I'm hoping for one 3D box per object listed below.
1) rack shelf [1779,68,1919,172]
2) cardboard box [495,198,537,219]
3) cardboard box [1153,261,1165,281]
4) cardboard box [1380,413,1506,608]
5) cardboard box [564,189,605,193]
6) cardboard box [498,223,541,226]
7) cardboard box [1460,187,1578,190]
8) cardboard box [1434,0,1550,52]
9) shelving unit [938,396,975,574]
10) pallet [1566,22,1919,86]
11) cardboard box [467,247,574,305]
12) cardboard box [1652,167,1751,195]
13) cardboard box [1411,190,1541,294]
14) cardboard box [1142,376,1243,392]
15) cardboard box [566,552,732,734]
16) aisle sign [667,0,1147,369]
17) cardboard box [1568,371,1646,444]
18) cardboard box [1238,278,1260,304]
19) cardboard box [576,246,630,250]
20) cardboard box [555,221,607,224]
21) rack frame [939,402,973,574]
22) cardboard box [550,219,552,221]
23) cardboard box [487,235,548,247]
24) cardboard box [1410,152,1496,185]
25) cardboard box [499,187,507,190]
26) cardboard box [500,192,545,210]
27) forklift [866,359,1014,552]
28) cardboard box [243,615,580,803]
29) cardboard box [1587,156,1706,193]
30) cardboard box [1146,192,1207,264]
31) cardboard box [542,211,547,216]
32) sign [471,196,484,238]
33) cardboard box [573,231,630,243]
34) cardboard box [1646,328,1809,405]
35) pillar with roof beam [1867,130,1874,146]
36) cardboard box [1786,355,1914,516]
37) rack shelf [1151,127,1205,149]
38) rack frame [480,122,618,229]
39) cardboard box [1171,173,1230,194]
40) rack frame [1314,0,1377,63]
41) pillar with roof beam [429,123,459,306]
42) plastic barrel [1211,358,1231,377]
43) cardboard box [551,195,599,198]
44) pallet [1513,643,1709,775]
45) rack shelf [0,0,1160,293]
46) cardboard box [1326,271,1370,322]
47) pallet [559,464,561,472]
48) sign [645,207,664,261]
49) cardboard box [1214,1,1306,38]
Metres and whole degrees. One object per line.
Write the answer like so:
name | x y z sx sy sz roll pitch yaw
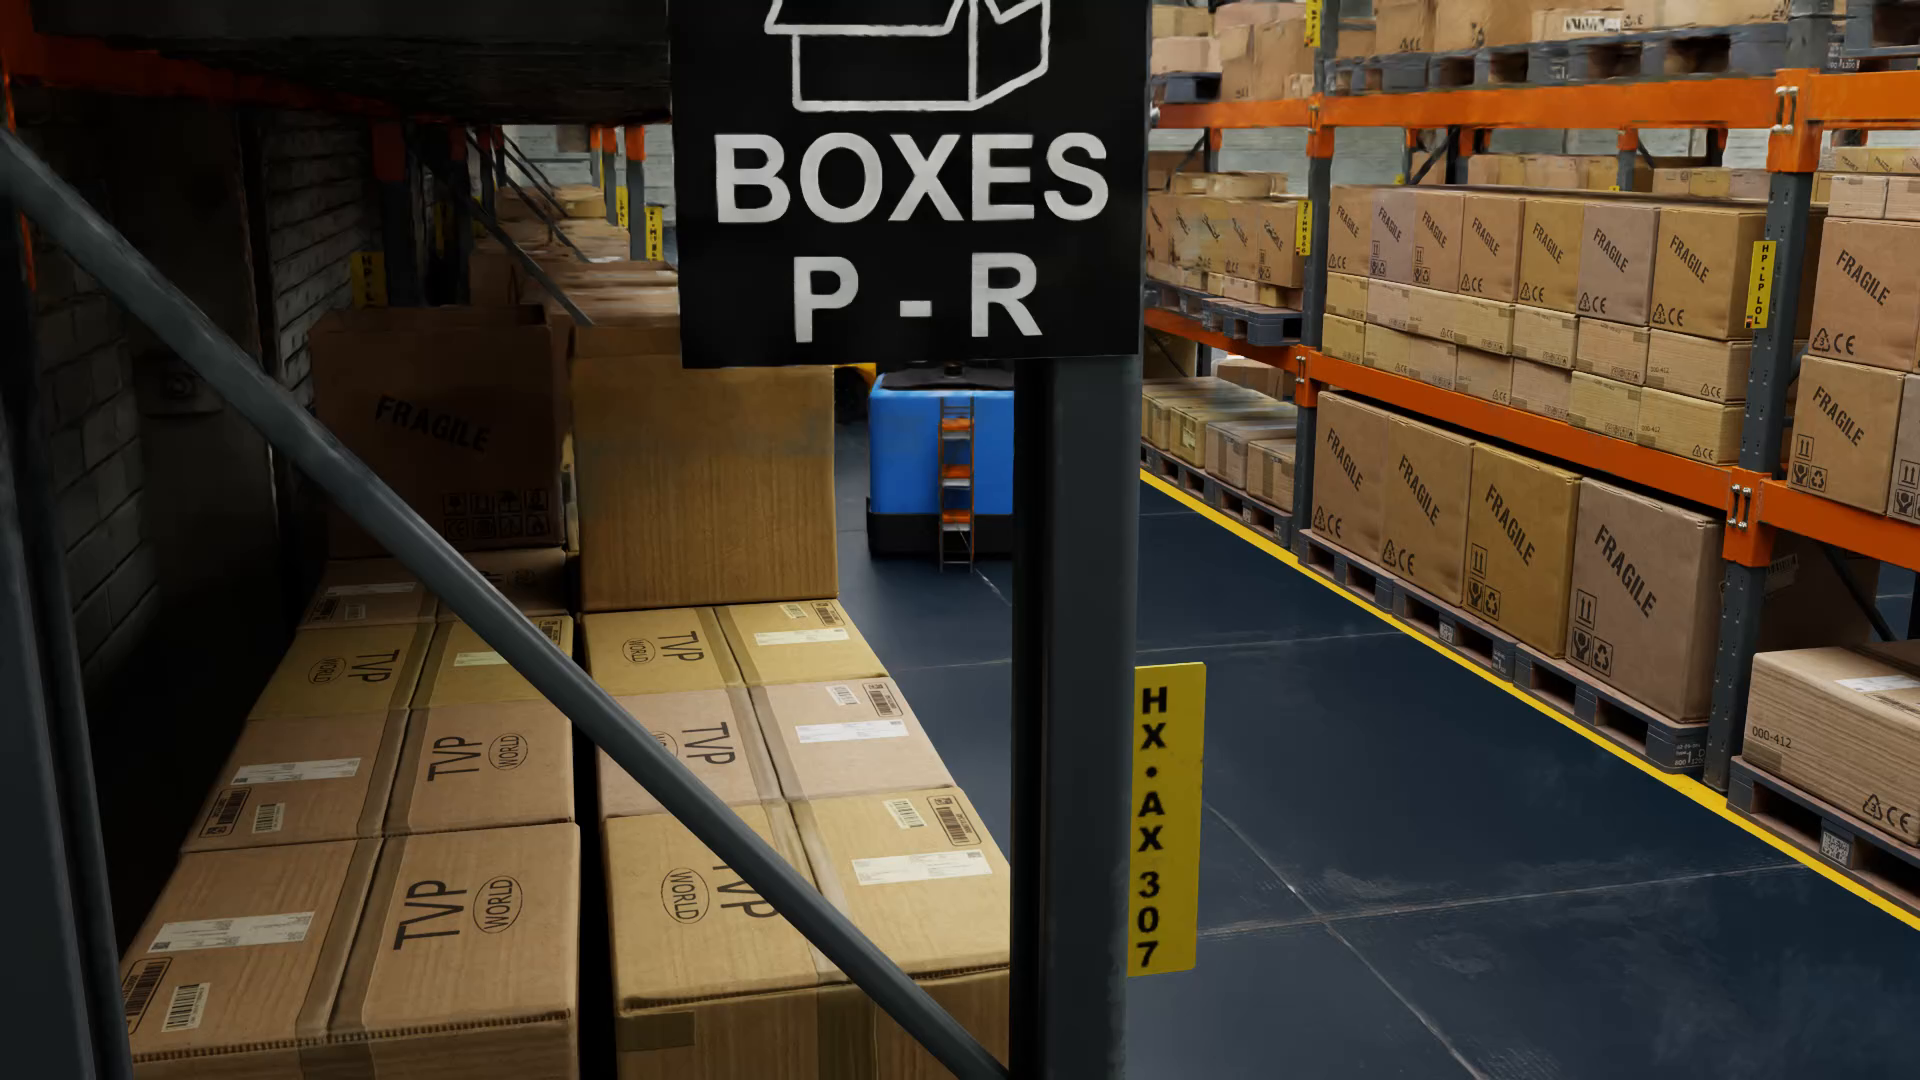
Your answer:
rack shelf | 4.016 -1.116 4.372 1.077 0.370 4.000 -3 14 -13
cardboard box | -3.525 -2.603 13.057 0.380 0.149 0.250 -3 14 -13
cardboard box | 1.701 -2.072 12.731 0.380 0.149 0.250 -3 14 -12
cardboard box | 2.894 -0.195 8.996 0.875 0.875 0.875 -3 14 -13
cardboard box | -3.409 -3.109 15.129 0.380 0.149 0.250 -3 14 -12
cardboard box | -3.270 -2.244 12.214 0.380 0.149 0.250 -4 14 -15
cardboard box | 3.111 -1.705 9.266 0.500 0.500 0.500 -3 14 -12
cardboard box | 3.024 -2.885 8.999 0.700 0.500 0.500 -4 14 -16
shelving unit | -0.020 -0.335 10.084 0.215 1.050 0.252 0 14 1
pallet | 3.283 -2.043 7.052 0.805 0.209 1.217 -4 14 -15
cardboard box | -2.248 -1.240 8.589 0.500 0.500 0.500 -3 14 -11
cardboard box | 6.578 -3.035 14.712 0.700 0.500 0.500 -4 14 -14
cardboard box | 2.718 -1.566 8.698 0.500 0.500 0.500 -3 14 -12
cardboard box | 1.793 -1.122 13.852 0.950 0.372 0.625 -3 14 -12
cardboard box | -0.564 0.189 3.522 0.500 0.250 0.500 -4 14 -15
aisle sign | -0.036 -0.533 1.312 0.394 0.787 0.004 -3 14 -13
cardboard box | 3.078 -0.604 7.396 0.500 0.250 0.500 -3 14 -14
cardboard box | 2.065 -1.651 11.008 0.380 0.149 0.250 -3 14 -14
cardboard box | -2.069 -1.630 9.703 0.380 0.149 0.250 -3 14 -12
cardboard box | -2.860 -2.335 12.588 0.380 0.149 0.250 -3 14 -11
rack frame | -0.022 -0.306 9.966 0.200 1.050 0.008 0 14 1
cardboard box | -4.105 -2.761 15.696 0.500 0.500 0.500 -3 14 -11
cardboard box | -2.869 -1.896 10.789 0.380 0.149 0.250 -3 14 -12
cardboard box | 5.566 -4.047 18.582 0.875 0.550 0.550 -3 14 -13
cardboard box | -4.223 -3.315 15.971 0.380 0.149 0.250 -3 14 -11
cardboard box | -3.823 -2.960 14.520 0.380 0.149 0.250 -3 14 -12
forklift | -0.027 -1.639 11.459 1.130 2.935 3.031 0 14 1
cardboard box | -0.936 0.334 2.930 0.500 0.250 0.500 -3 14 -11
cardboard box | 6.402 -3.299 15.520 0.875 0.550 0.550 -3 14 -13
cardboard box | 1.720 -2.358 12.537 0.500 0.500 0.500 -3 14 -14
cardboard box | -3.694 -2.699 14.077 0.380 0.149 0.250 -3 14 -11
sign | -3.695 -2.466 12.709 0.100 0.325 0.005 -3 14 -13
cardboard box | -2.394 -1.985 11.156 0.380 0.149 0.250 -4 14 -15
cardboard box | 3.207 -0.728 6.850 0.500 0.250 0.500 -3 14 -13
pillar with roof beam | 17.399 -11.333 38.352 9.100 9.000 0.400 -3 14 -13
cardboard box | 3.402 -0.396 6.016 0.500 0.500 0.500 -3 14 -11
rack shelf | 1.198 -3.885 15.703 1.077 0.370 4.000 -3 14 -13
rack frame | -3.156 -2.038 12.949 1.000 3.000 0.127 -3 14 -13
cardboard box | 1.790 -2.655 12.384 0.380 0.149 0.250 -2 14 -10
rack frame | 2.607 -4.307 9.596 1.000 3.000 0.127 -3 14 -13
pillar with roof beam | -0.624 -5.904 16.133 9.100 9.000 0.400 -3 14 -13
plastic barrel | 2.685 -1.595 16.563 0.512 0.421 0.421 7 15 26
cardboard box | -3.160 -2.750 13.658 0.380 0.149 0.250 -4 14 -14
pallet | 3.292 0.711 7.573 1.003 0.211 1.213 -3 14 -13
rack shelf | -0.808 -0.839 3.236 1.077 0.370 4.000 -3 14 -13
cardboard box | 2.486 -1.432 9.731 0.500 0.250 0.500 -3 14 -14
pallet | -1.359 -0.290 6.197 1.003 0.211 1.213 -3 14 -13
sign | -1.692 -1.672 9.177 0.100 0.325 0.005 -3 14 -13
cardboard box | 2.189 -3.786 12.161 0.500 0.250 0.500 -3 14 -12
